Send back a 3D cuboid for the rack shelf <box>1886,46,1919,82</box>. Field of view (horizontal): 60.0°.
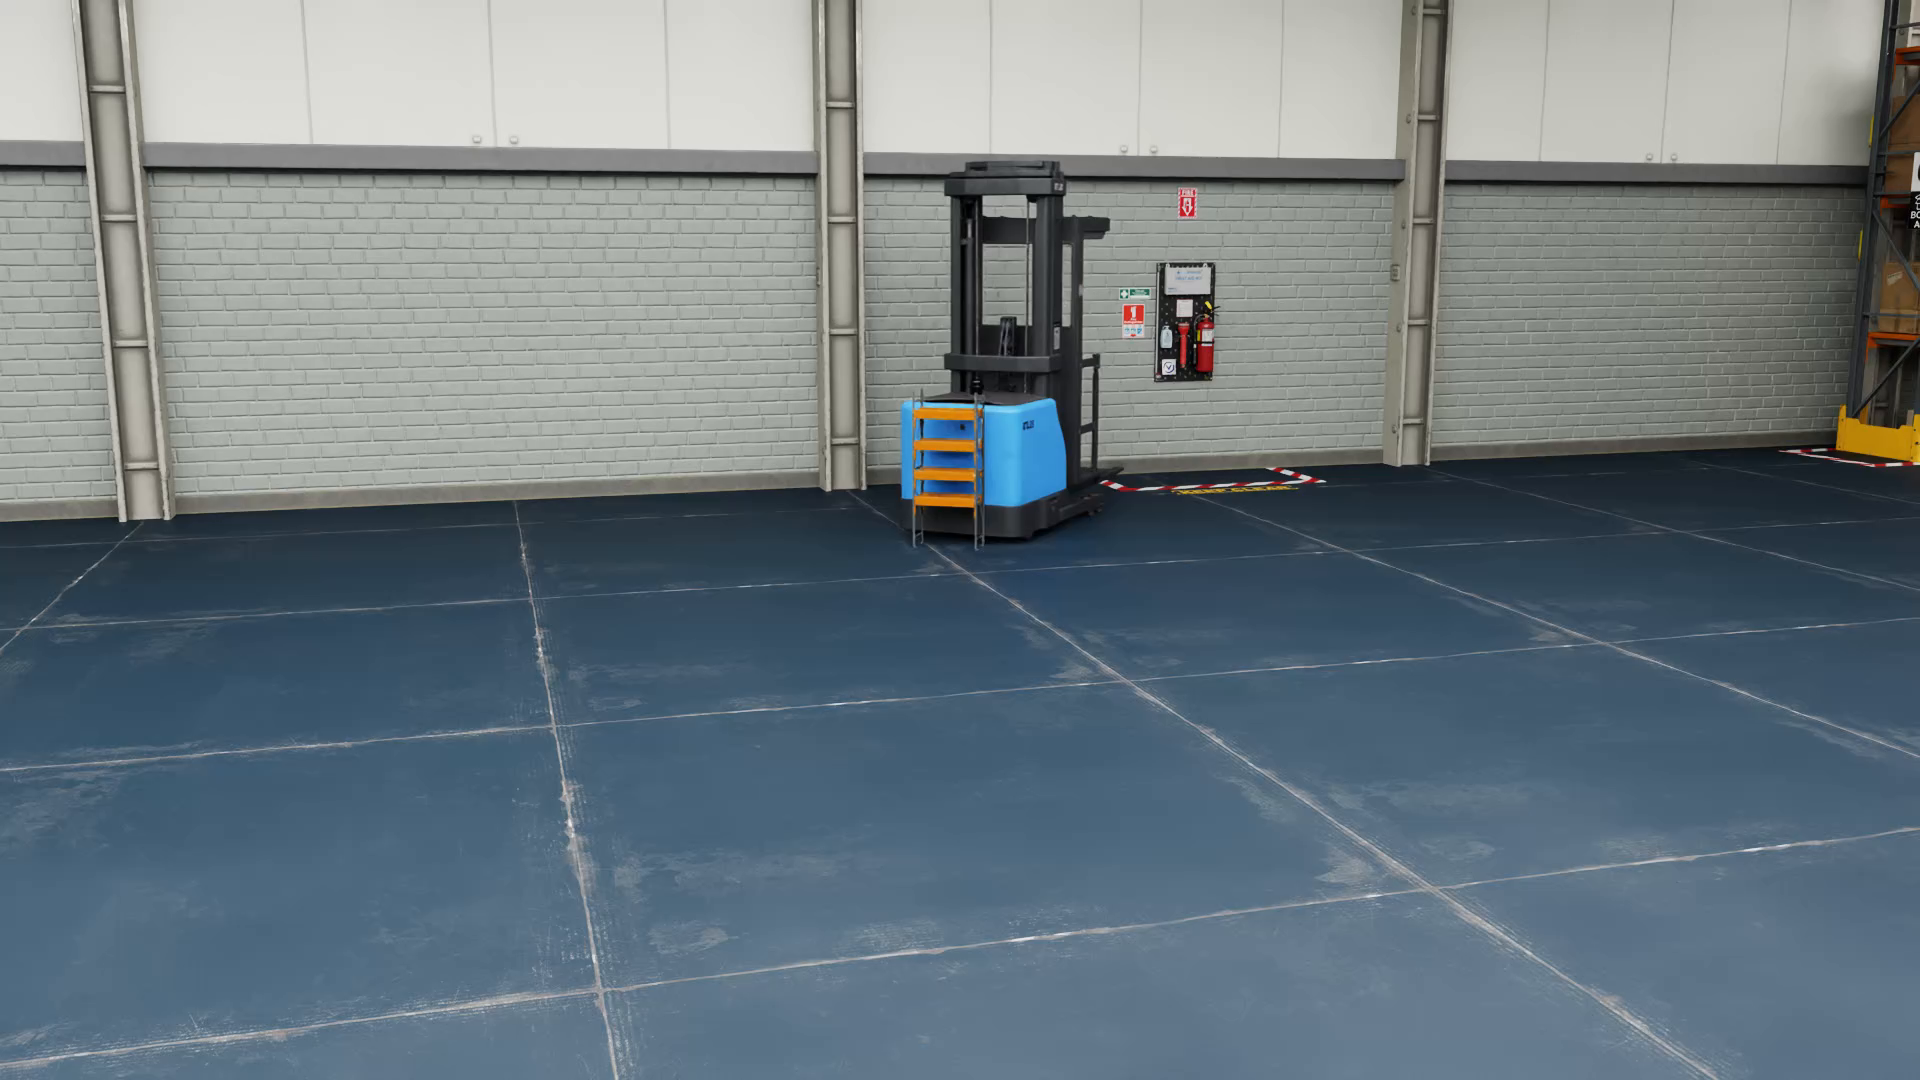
[{"bbox_3d":[11.905,-5.085,17.808,4.000,0.370,1.077,-3,11,-16],"label":"rack shelf"}]

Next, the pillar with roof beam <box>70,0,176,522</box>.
[{"bbox_3d":[-5.665,-3.866,9.189,0.400,9.000,9.100,-3,11,-16],"label":"pillar with roof beam"}]

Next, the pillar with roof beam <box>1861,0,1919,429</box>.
[{"bbox_3d":[11.618,-4.776,14.137,0.400,9.000,9.100,-3,11,-16],"label":"pillar with roof beam"}]

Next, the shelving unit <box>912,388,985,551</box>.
[{"bbox_3d":[-0.086,-0.538,12.653,0.503,1.200,0.258,3,11,15],"label":"shelving unit"}]

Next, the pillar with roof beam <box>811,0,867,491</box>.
[{"bbox_3d":[0.096,-4.169,10.839,0.400,9.000,9.100,-3,11,-16],"label":"pillar with roof beam"}]

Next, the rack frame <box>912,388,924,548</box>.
[{"bbox_3d":[-0.321,-0.549,12.717,0.015,1.200,0.240,3,11,15],"label":"rack frame"}]

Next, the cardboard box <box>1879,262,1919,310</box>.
[{"bbox_3d":[10.377,-2.754,18.011,0.500,0.500,0.500,-3,11,-17],"label":"cardboard box"}]

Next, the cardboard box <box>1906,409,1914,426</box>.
[{"bbox_3d":[10.674,-1.302,18.045,0.500,0.311,0.500,-4,11,-22],"label":"cardboard box"}]

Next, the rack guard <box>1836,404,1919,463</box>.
[{"bbox_3d":[10.057,-1.163,17.984,0.348,0.500,1.175,-3,11,-16],"label":"rack guard"}]

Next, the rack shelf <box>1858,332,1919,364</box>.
[{"bbox_3d":[11.905,-2.136,18.351,4.000,0.370,1.077,-3,11,-16],"label":"rack shelf"}]

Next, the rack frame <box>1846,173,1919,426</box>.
[{"bbox_3d":[9.984,-2.389,17.736,0.127,3.000,1.000,-3,11,-16],"label":"rack frame"}]

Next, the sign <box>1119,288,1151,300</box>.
[{"bbox_3d":[1.717,-2.419,16.340,0.331,0.109,0.001,-3,11,-16],"label":"sign"}]

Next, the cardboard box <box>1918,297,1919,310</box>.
[{"bbox_3d":[10.527,-2.665,17.528,0.500,0.500,0.500,-3,11,-16],"label":"cardboard box"}]

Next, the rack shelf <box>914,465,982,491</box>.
[{"bbox_3d":[-0.086,-0.472,12.665,0.480,0.148,0.258,3,11,15],"label":"rack shelf"}]

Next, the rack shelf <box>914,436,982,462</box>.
[{"bbox_3d":[-0.086,-0.692,12.625,0.480,0.148,0.258,3,11,15],"label":"rack shelf"}]

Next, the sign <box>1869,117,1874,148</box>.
[{"bbox_3d":[9.848,-4.397,17.914,0.005,0.325,0.100,-3,11,-16],"label":"sign"}]

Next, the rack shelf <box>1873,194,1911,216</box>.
[{"bbox_3d":[11.905,-3.611,18.080,4.000,0.370,1.077,-3,11,-16],"label":"rack shelf"}]

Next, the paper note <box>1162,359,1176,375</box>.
[{"bbox_3d":[2.081,-1.722,16.549,0.142,0.148,0.016,-3,11,-16],"label":"paper note"}]

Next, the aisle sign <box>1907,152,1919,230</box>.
[{"bbox_3d":[9.999,-3.611,17.198,0.004,0.787,0.394,-3,11,-16],"label":"aisle sign"}]

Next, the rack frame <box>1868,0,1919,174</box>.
[{"bbox_3d":[9.984,-5.339,17.193,0.127,3.000,1.000,-3,11,-16],"label":"rack frame"}]

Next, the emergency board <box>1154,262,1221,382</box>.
[{"bbox_3d":[2.270,-2.152,16.453,0.643,1.169,0.194,-3,11,-16],"label":"emergency board"}]

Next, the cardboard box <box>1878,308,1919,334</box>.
[{"bbox_3d":[10.379,-2.382,18.060,0.500,0.250,0.500,-3,11,-15],"label":"cardboard box"}]

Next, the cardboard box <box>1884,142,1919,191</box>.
[{"bbox_3d":[10.314,-3.988,17.808,0.500,0.500,0.500,-2,11,-12],"label":"cardboard box"}]

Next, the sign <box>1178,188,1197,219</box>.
[{"bbox_3d":[2.235,-3.309,16.335,0.199,0.298,0.001,-3,11,-16],"label":"sign"}]

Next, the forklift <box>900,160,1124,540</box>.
[{"bbox_3d":[0.594,-1.670,14.025,1.130,2.935,3.031,5,11,24],"label":"forklift"}]

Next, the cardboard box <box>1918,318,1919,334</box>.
[{"bbox_3d":[10.542,-2.294,17.583,0.500,0.250,0.500,-3,11,-18],"label":"cardboard box"}]

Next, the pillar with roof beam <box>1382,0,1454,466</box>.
[{"bbox_3d":[5.857,-4.473,12.488,0.400,9.000,9.100,-3,11,-16],"label":"pillar with roof beam"}]

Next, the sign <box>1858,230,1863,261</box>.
[{"bbox_3d":[9.848,-3.211,18.133,0.005,0.325,0.100,-3,11,-16],"label":"sign"}]

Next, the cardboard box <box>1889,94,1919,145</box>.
[{"bbox_3d":[10.325,-4.482,17.729,0.500,0.500,0.500,-3,11,-13],"label":"cardboard box"}]

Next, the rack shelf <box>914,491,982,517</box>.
[{"bbox_3d":[-0.086,-0.276,12.701,0.480,0.148,0.258,3,11,15],"label":"rack shelf"}]

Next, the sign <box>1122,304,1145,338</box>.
[{"bbox_3d":[1.711,-2.160,16.395,0.234,0.329,0.001,-3,11,-16],"label":"sign"}]

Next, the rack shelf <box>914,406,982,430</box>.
[{"bbox_3d":[-0.086,-0.924,12.582,0.480,0.148,0.258,3,11,15],"label":"rack shelf"}]

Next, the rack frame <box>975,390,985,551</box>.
[{"bbox_3d":[0.150,-0.526,12.589,0.015,1.200,0.240,3,11,15],"label":"rack frame"}]
